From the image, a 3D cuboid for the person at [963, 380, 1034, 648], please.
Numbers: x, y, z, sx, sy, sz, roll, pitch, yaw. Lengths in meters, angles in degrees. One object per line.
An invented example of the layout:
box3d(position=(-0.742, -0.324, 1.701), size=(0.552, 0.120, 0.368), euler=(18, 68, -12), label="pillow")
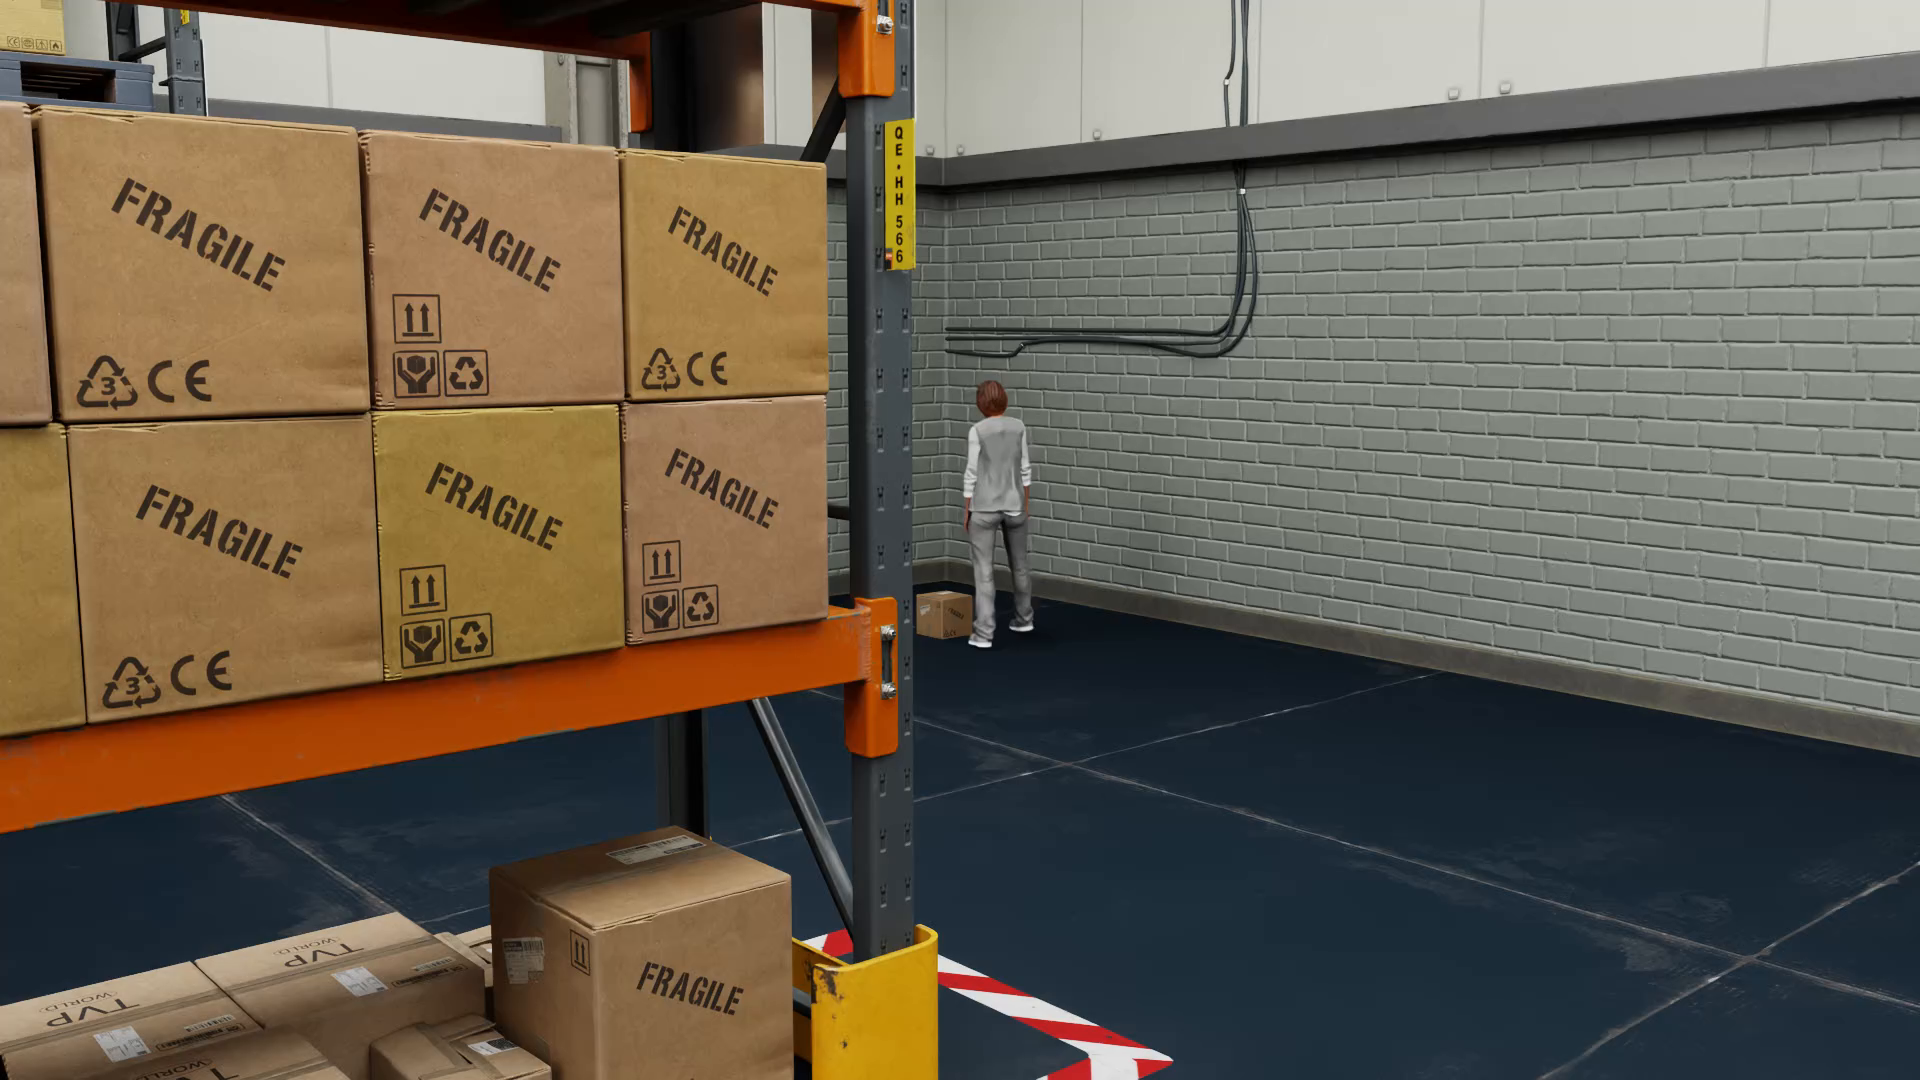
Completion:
box3d(position=(0.235, -0.175, 10.067), size=(0.537, 1.594, 0.536), euler=(-3, 8, -23), label="person")
